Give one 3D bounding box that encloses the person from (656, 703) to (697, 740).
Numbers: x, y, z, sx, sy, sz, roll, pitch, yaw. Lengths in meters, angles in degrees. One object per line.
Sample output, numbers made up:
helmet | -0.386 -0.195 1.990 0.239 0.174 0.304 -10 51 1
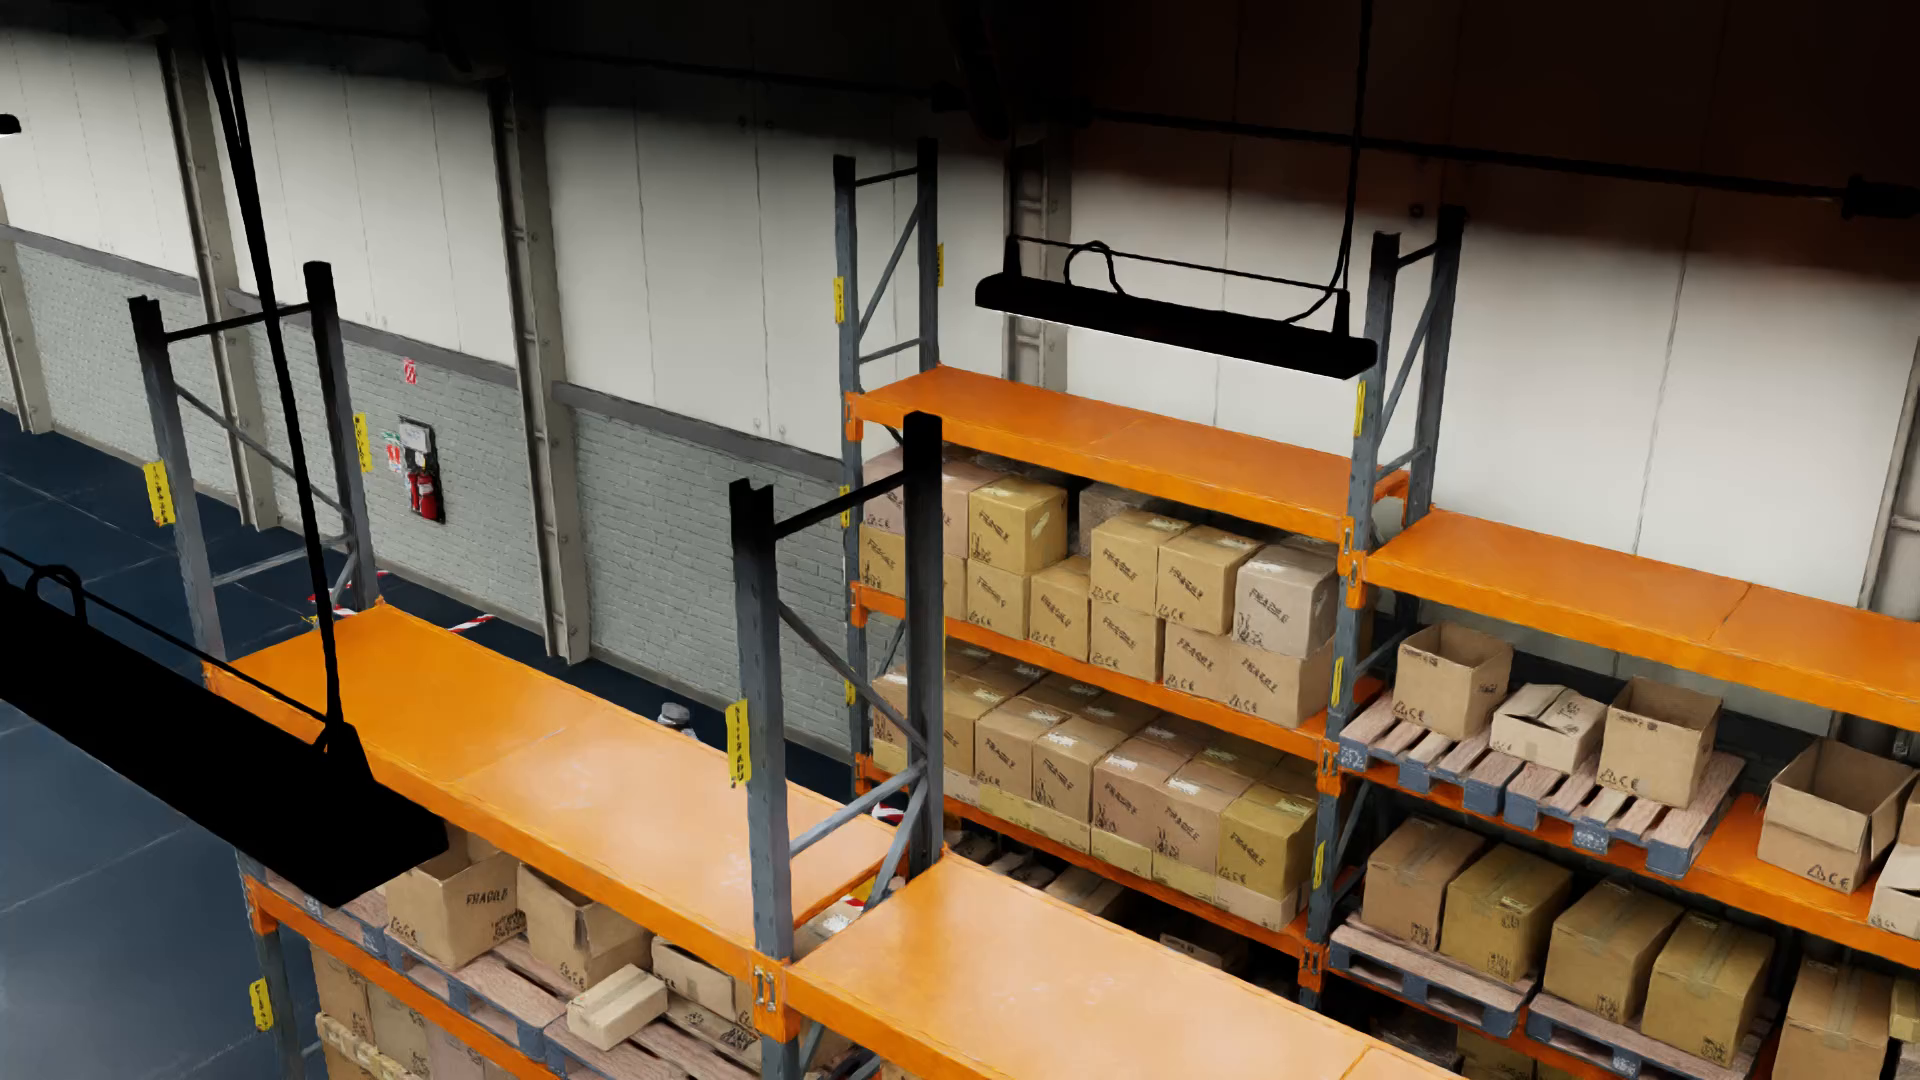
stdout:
person | -2.218 2.066 13.554 0.915 1.644 0.553 4 23 10
